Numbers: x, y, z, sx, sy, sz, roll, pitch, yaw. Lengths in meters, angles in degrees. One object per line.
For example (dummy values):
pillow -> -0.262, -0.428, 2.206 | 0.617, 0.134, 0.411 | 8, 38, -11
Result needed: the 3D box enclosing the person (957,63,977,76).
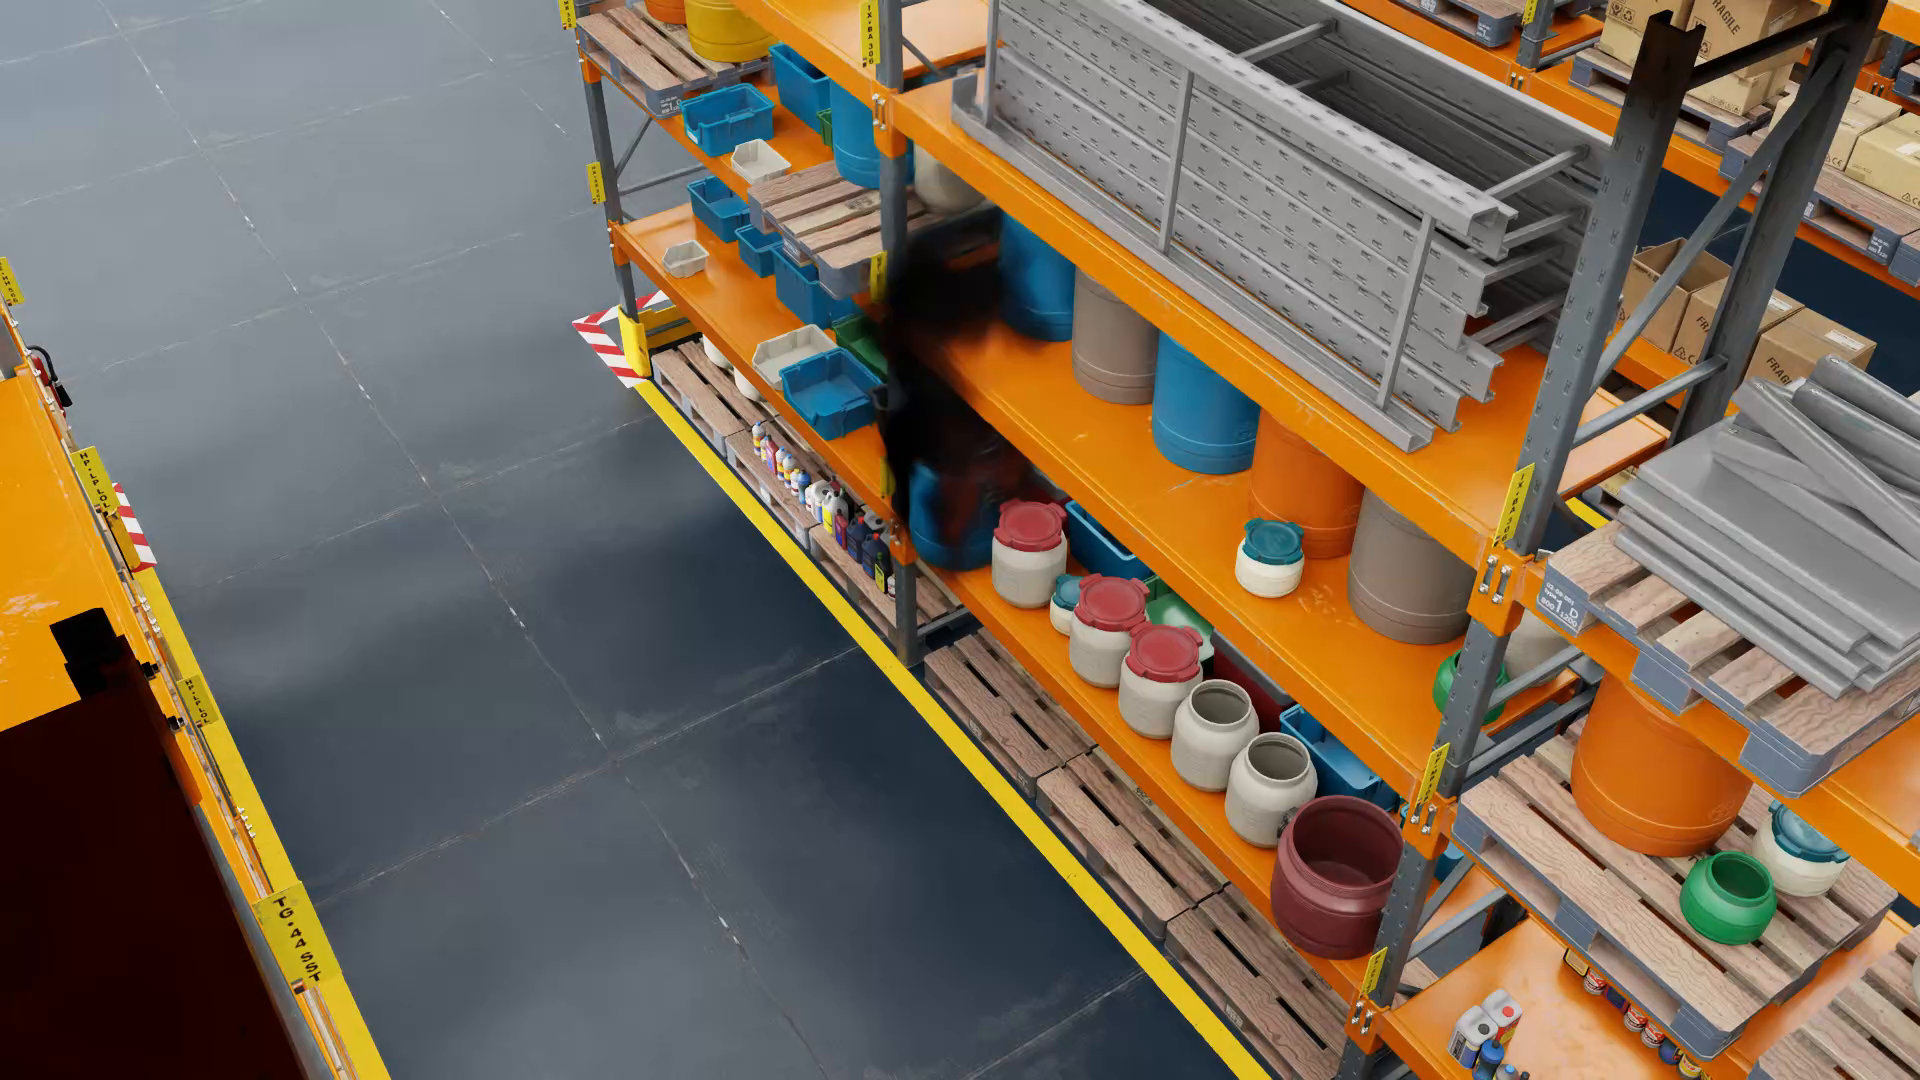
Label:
person -> 0.313, -4.954, 15.858 | 0.807, 1.838, 0.705 | -8, 43, -9
